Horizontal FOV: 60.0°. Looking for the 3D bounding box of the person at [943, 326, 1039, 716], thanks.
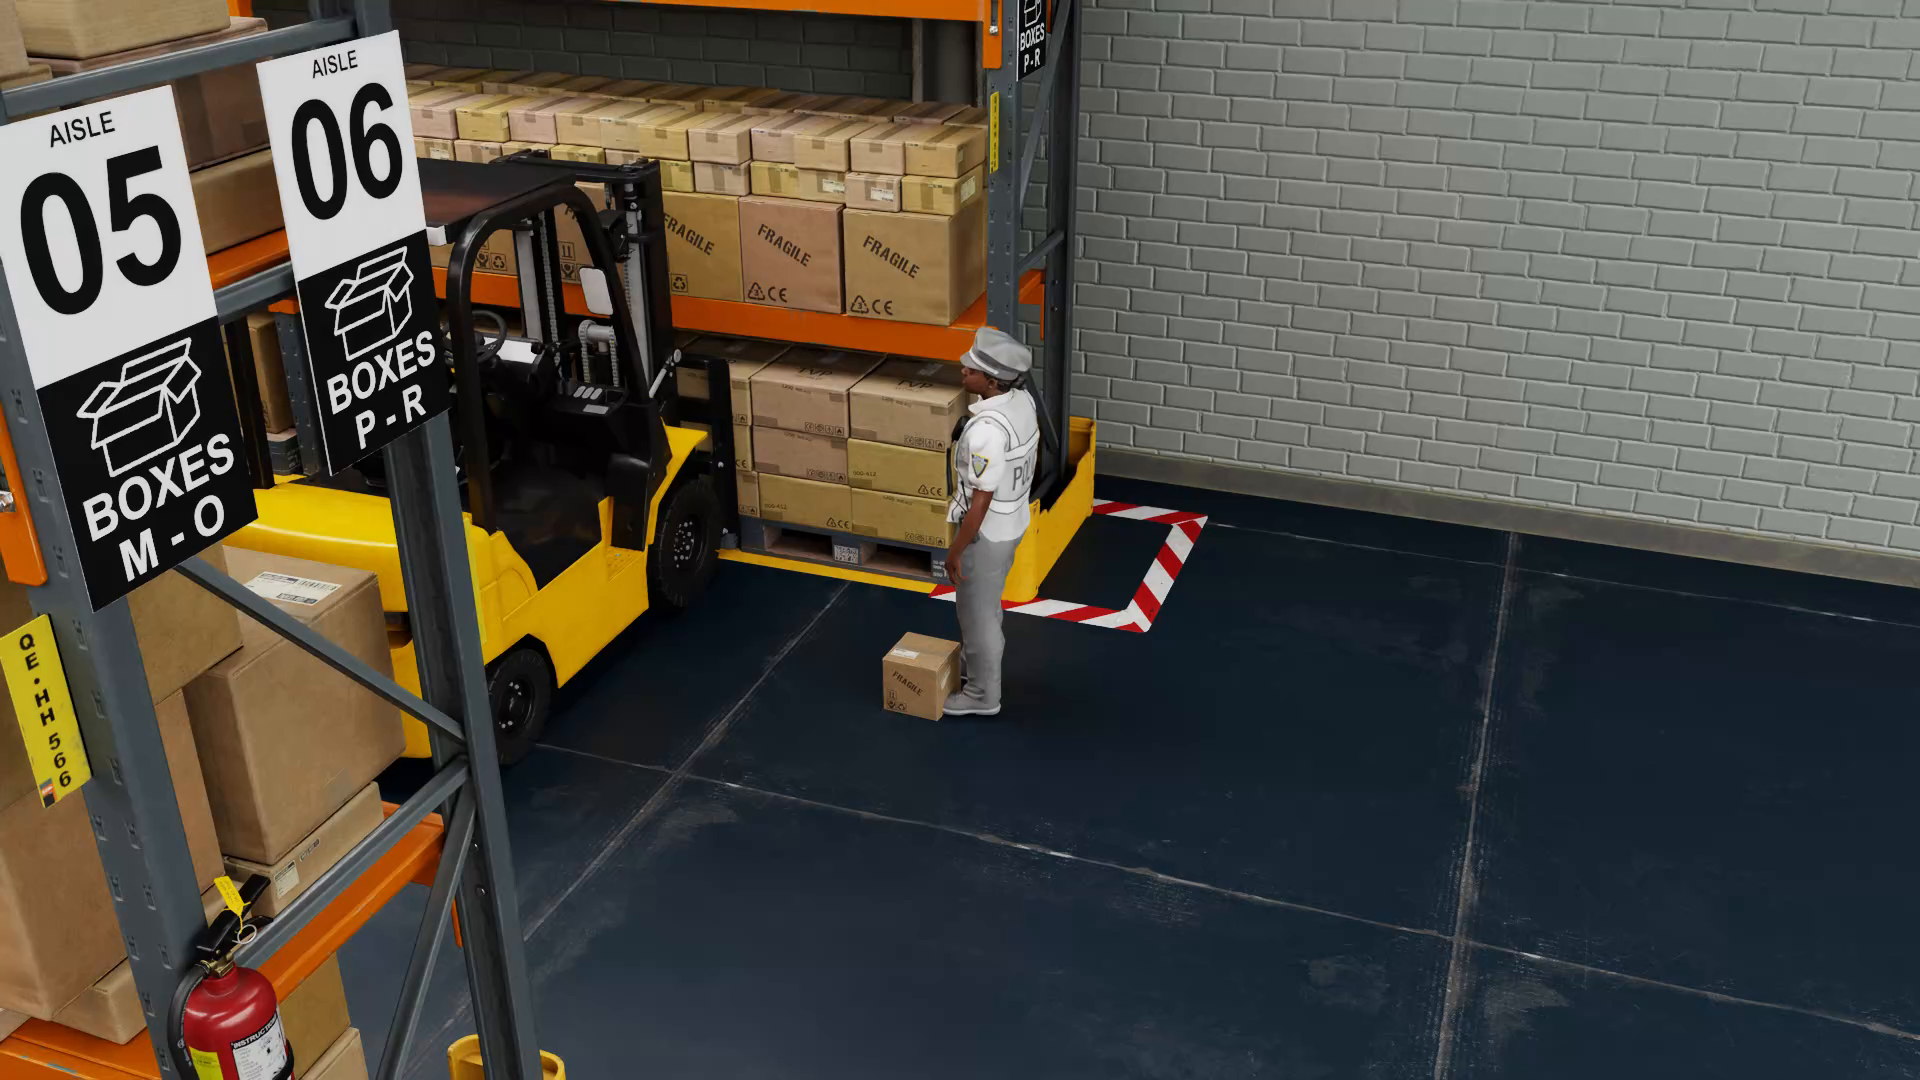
[{"bbox_3d":[0.045,-0.064,6.685,0.528,1.696,0.569,9,27,18],"label":"person"}]
